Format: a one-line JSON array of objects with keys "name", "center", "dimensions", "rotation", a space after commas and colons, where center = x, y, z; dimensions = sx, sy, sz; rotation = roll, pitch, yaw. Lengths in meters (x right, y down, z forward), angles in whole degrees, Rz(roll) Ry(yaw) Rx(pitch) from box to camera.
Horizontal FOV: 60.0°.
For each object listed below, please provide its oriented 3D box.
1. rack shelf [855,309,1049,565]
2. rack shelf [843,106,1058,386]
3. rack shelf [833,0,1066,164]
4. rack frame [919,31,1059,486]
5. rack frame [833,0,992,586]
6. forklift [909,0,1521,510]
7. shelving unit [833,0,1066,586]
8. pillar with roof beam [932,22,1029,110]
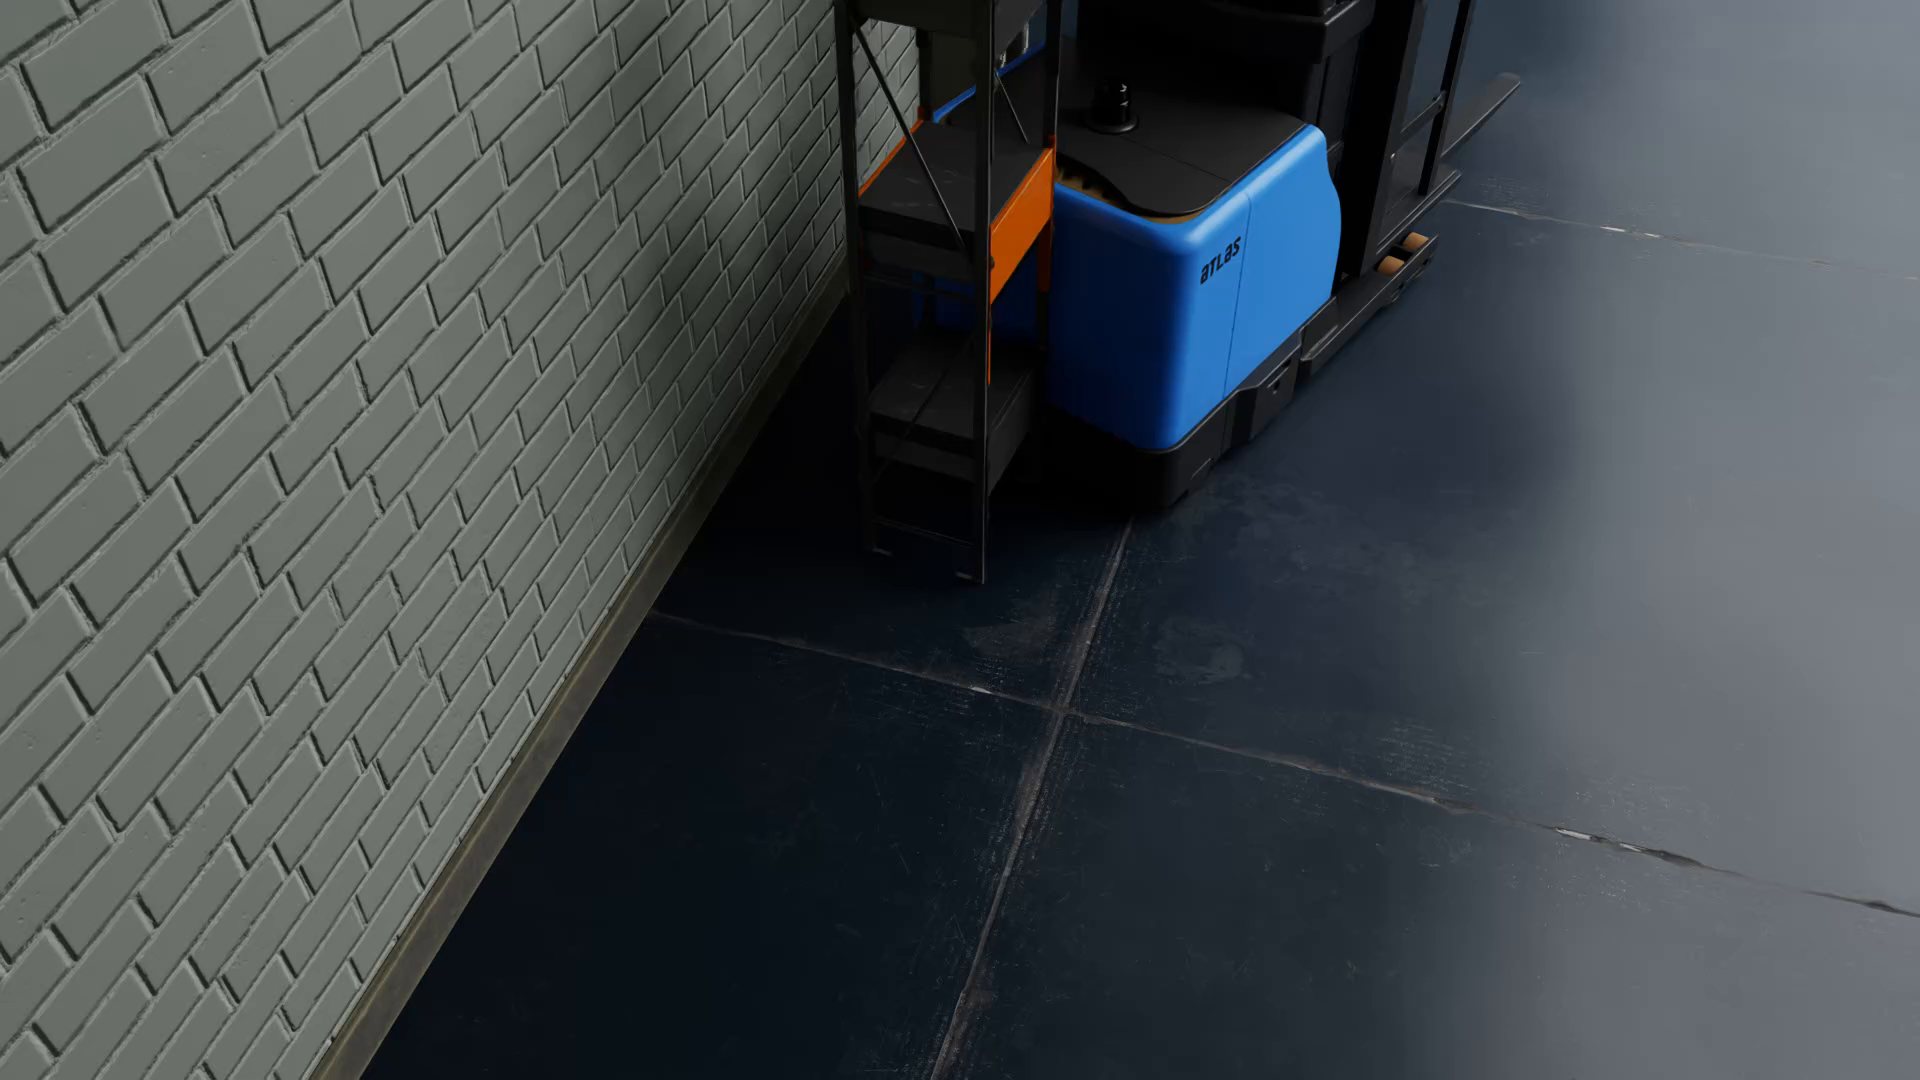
[{"name": "rack shelf", "center": [-0.019, -0.317, 5.093], "dimensions": [0.431, 0.518, 0.480], "rotation": [16, 47, 16]}, {"name": "rack shelf", "center": [-0.019, -0.817, 4.603], "dimensions": [0.431, 0.518, 0.480], "rotation": [16, 47, 16]}, {"name": "rack shelf", "center": [-0.019, -1.317, 4.113], "dimensions": [0.431, 0.518, 0.480], "rotation": [16, 47, 16]}, {"name": "rack frame", "center": [0.075, -0.984, 4.754], "dimensions": [0.400, 2.100, 0.015], "rotation": [16, 47, 16]}, {"name": "rack frame", "center": [-0.113, -0.669, 4.433], "dimensions": [0.400, 2.100, 0.015], "rotation": [16, 47, 16]}, {"name": "forklift", "center": [1.134, -2.119, 5.320], "dimensions": [1.130, 2.935, 3.031], "rotation": [29, 51, 26]}, {"name": "shelving unit", "center": [-0.019, -0.827, 4.593], "dimensions": [0.431, 2.100, 0.503], "rotation": [16, 47, 16]}, {"name": "pillar with roof beam", "center": [4.182, -4.069, 2.974], "dimensions": [9.100, 9.000, 0.400], "rotation": [13, 46, 13]}]
